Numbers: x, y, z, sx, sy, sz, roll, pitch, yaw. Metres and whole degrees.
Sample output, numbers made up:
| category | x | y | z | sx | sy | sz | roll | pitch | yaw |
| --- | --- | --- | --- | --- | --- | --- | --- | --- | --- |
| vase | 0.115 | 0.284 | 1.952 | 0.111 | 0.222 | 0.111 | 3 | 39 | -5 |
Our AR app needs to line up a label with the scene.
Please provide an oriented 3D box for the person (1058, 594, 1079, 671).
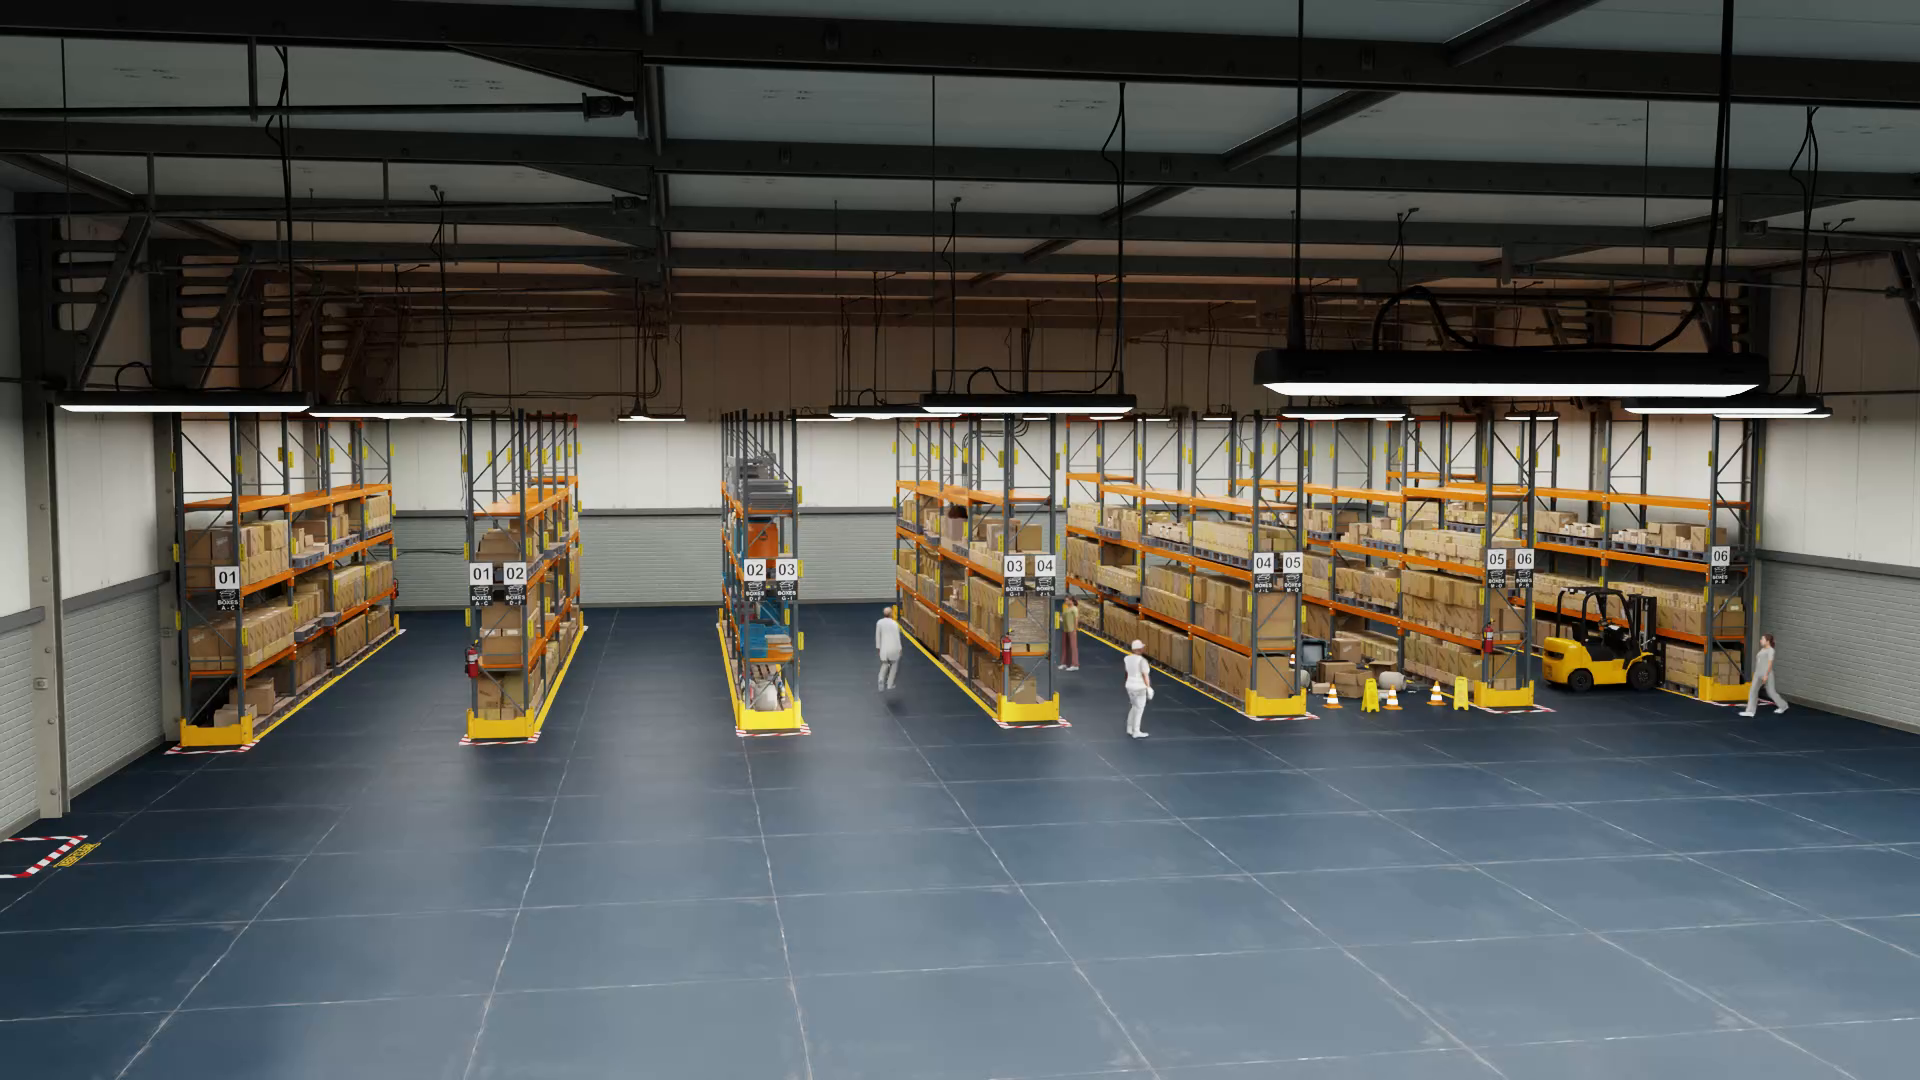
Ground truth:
| category | x | y | z | sx | sy | sz | roll | pitch | yaw |
| --- | --- | --- | --- | --- | --- | --- | --- | --- | --- |
| person | 2.404 | 2.033 | 36.839 | 0.444 | 1.677 | 0.499 | -3 | 5 | -32 |

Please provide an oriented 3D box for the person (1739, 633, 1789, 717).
| category | x | y | z | sx | sy | sz | roll | pitch | yaw |
| --- | --- | --- | --- | --- | --- | --- | --- | --- | --- |
| person | 15.730 | 2.642 | 32.442 | 0.988 | 1.637 | 0.432 | -1 | 4 | -20 |

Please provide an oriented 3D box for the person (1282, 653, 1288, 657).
| category | x | y | z | sx | sy | sz | roll | pitch | yaw |
| --- | --- | --- | --- | --- | --- | --- | --- | --- | --- |
| person | 7.711 | 2.119 | 40.241 | 0.484 | 1.719 | 0.520 | 3 | 5 | 36 |

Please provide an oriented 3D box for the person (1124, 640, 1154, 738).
| category | x | y | z | sx | sy | sz | roll | pitch | yaw |
| --- | --- | --- | --- | --- | --- | --- | --- | --- | --- |
| person | 3.280 | 2.731 | 30.412 | 0.400 | 1.808 | 0.661 | -2 | 4 | -27 |

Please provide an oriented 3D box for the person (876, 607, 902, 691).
| category | x | y | z | sx | sy | sz | roll | pitch | yaw |
| --- | --- | --- | --- | --- | --- | --- | --- | --- | --- |
| person | -1.499 | 2.292 | 34.895 | 0.595 | 1.775 | 0.549 | 2 | 4 | 25 |
